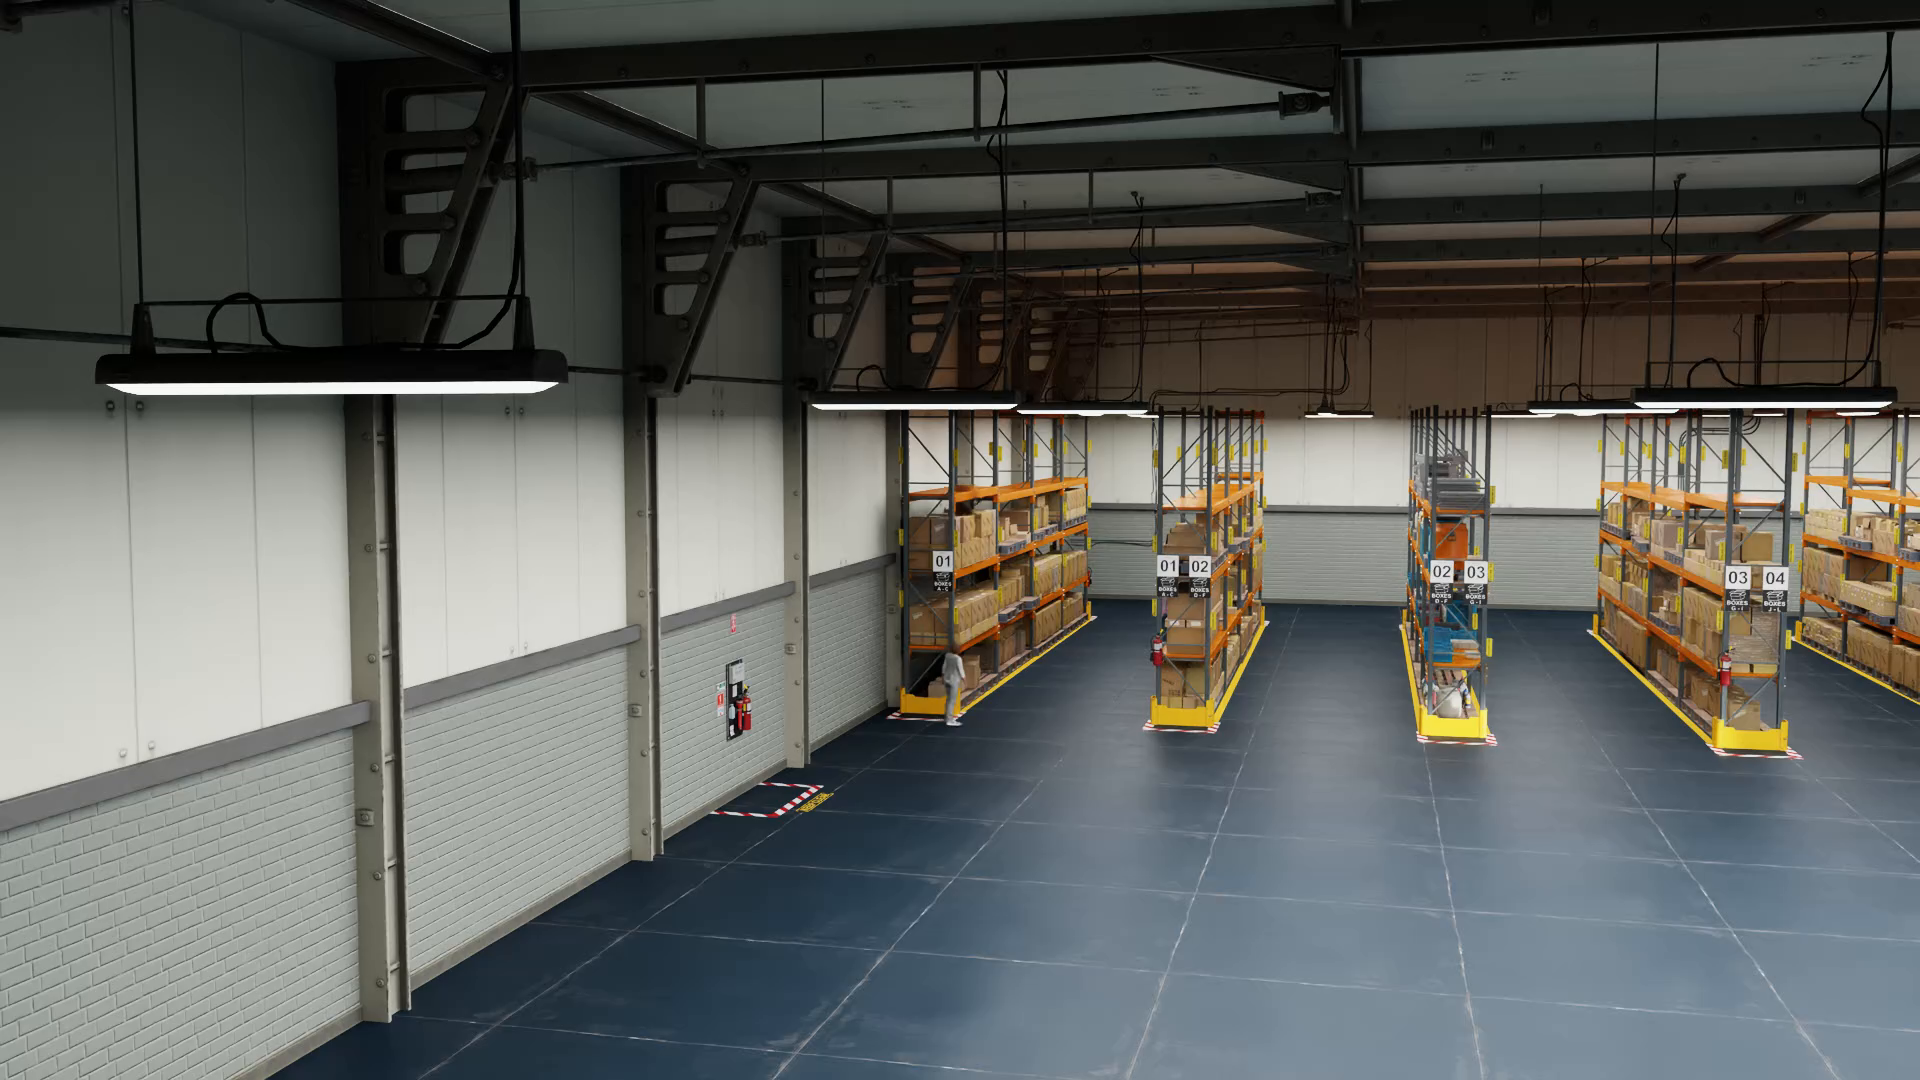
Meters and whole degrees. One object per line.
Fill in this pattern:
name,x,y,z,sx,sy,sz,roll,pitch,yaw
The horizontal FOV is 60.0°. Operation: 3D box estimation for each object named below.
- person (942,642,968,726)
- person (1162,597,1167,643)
person,-0.139,2.732,31.404,0.559,1.486,0.595,-3,5,-39
person,5.187,1.878,42.437,0.412,1.608,0.440,0,4,1
